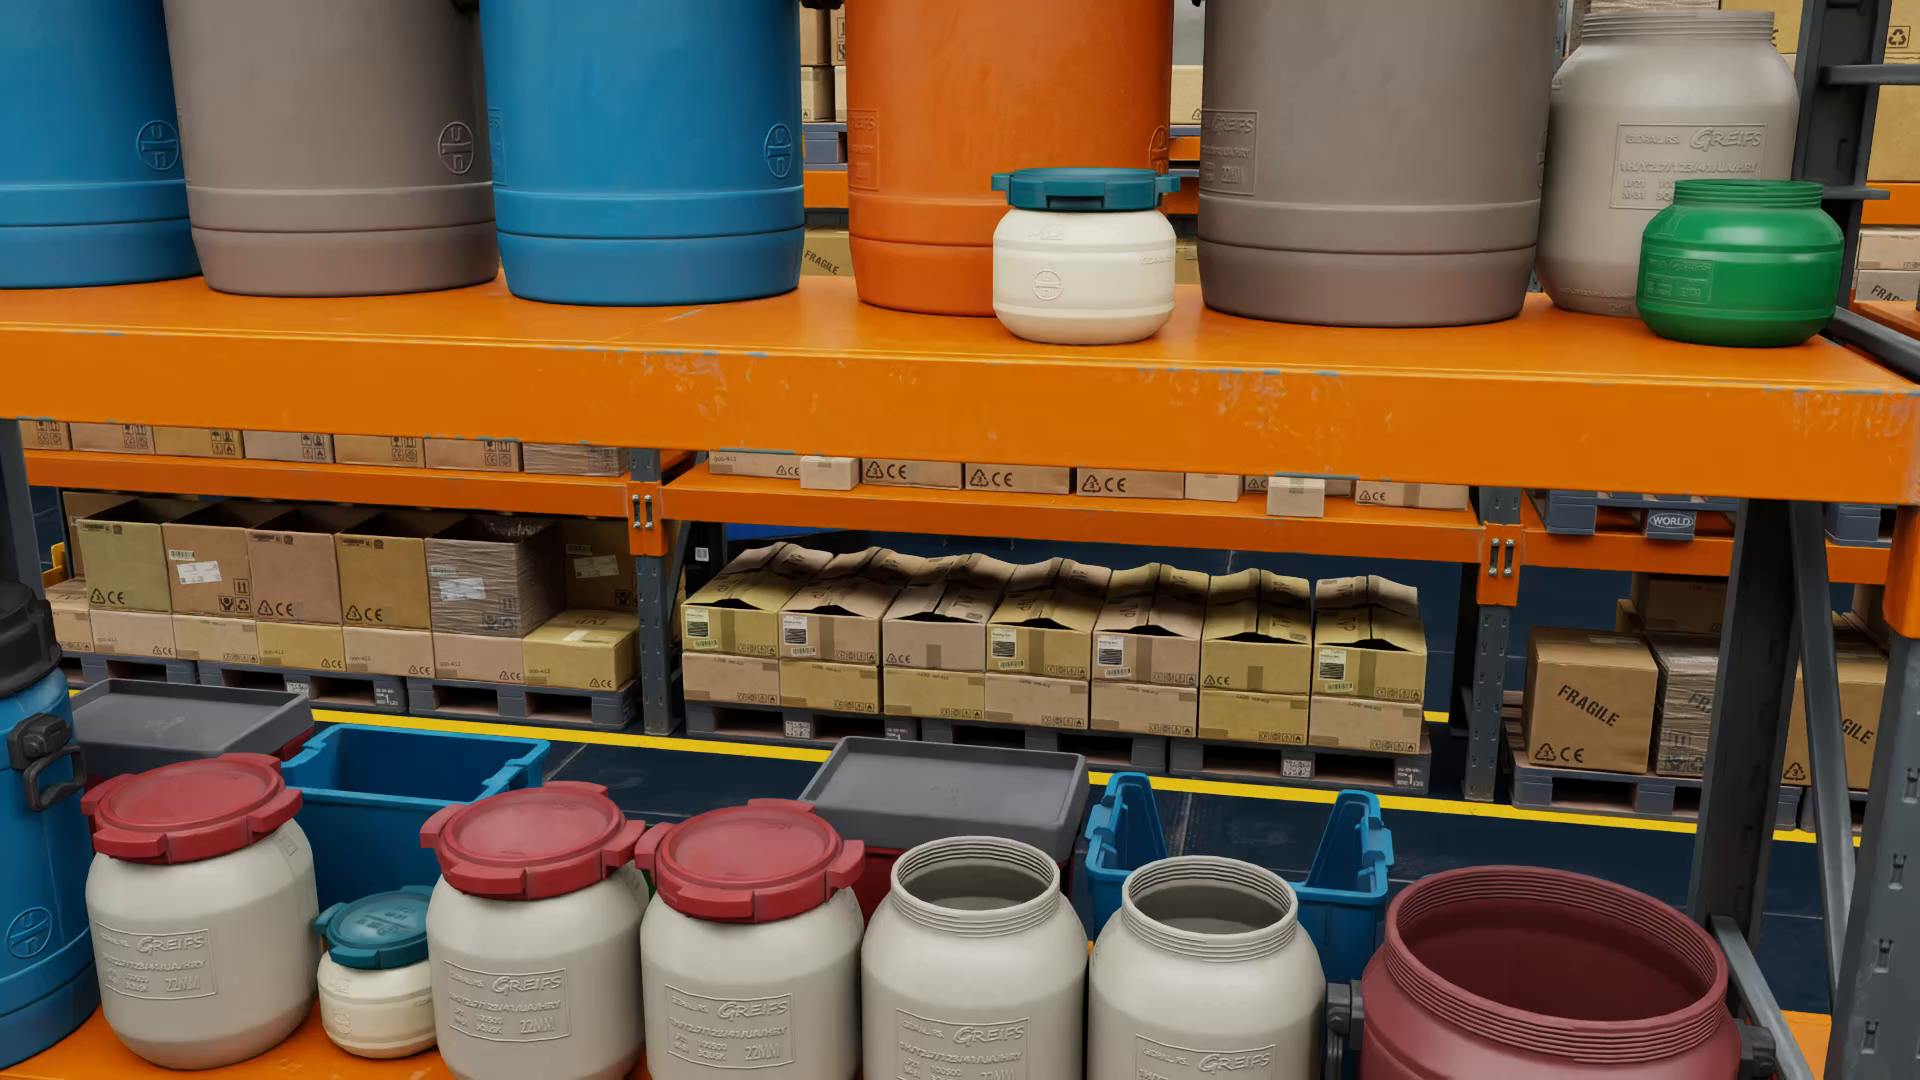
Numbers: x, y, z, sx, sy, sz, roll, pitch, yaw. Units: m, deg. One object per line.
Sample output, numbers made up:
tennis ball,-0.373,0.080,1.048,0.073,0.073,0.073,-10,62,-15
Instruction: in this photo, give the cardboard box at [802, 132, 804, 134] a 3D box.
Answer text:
cardboard box,-1.000,-3.344,12.600,0.500,0.500,0.500,4,16,13

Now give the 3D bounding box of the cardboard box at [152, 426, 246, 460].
cardboard box,-3.901,-0.760,8.930,0.500,0.500,0.700,3,16,11

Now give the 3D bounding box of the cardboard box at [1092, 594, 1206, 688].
cardboard box,0.915,0.466,8.003,0.500,0.311,0.500,3,16,11

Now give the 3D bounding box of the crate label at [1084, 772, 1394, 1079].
crate label,0.572,0.786,3.470,0.616,0.435,0.502,3,16,11

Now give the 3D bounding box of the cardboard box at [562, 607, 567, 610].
cardboard box,-2.320,0.409,9.261,0.500,0.250,0.500,3,16,11

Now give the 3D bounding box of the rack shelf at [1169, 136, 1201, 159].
rack shelf,1.506,-2.871,12.464,4.000,0.370,1.077,3,16,11

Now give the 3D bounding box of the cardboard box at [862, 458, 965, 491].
cardboard box,-0.172,-0.557,8.197,0.500,0.500,0.500,4,16,15

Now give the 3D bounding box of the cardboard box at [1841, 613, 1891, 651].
cardboard box,4.468,0.666,7.828,0.500,0.500,0.500,3,16,9

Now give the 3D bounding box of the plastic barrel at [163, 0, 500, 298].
plastic barrel,-1.246,-0.968,3.311,0.600,0.901,0.600,0,15,0

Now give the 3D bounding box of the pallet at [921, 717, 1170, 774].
pallet,0.492,0.855,8.509,1.213,0.211,1.003,3,16,11

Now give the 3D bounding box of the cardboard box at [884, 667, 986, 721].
cardboard box,-0.083,0.681,8.277,0.500,0.250,0.500,3,16,9

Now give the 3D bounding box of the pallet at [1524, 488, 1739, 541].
pallet,3.161,-0.259,7.668,1.003,0.211,1.213,3,16,11

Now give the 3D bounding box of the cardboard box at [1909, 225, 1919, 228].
cardboard box,6.987,-2.108,11.795,0.500,0.250,0.500,4,16,13

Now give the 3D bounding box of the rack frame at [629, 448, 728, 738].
rack frame,-1.437,-0.582,8.474,0.127,3.000,1.000,3,16,11

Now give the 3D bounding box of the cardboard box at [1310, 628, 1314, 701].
cardboard box,2.028,0.649,8.395,0.500,0.250,0.500,3,16,11

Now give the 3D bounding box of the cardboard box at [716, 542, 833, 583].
cardboard box,-0.983,0.217,8.903,0.500,0.311,0.500,3,16,11

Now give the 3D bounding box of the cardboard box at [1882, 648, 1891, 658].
cardboard box,4.389,0.803,7.332,0.500,0.500,0.500,3,16,9

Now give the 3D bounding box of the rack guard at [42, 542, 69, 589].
rack guard,-5.381,0.409,9.580,0.348,0.500,1.175,3,16,11

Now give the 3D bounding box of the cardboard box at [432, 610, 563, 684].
cardboard box,-2.423,0.544,8.773,0.500,0.250,0.500,3,16,11

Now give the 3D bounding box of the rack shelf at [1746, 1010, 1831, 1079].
rack shelf,3.452,1.379,2.741,4.000,0.370,1.077,3,16,11

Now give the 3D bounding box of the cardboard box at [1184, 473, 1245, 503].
cardboard box,1.222,-0.301,7.931,0.250,0.149,0.380,4,16,15

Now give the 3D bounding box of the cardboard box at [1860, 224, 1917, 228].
cardboard box,6.473,-2.134,11.889,0.500,0.250,0.500,3,16,12

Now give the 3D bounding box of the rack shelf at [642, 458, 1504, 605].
rack shelf,0.523,-0.129,8.186,4.000,0.370,1.077,3,16,11

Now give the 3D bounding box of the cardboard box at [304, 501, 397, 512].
cardboard box,-3.300,-0.006,9.356,0.500,0.500,0.500,3,16,11

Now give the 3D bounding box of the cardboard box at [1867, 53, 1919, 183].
cardboard box,3.926,-1.794,7.042,0.500,0.500,0.910,3,16,11

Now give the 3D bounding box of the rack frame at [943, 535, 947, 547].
rack frame,-0.077,-1.016,11.727,0.015,2.100,0.400,3,16,11

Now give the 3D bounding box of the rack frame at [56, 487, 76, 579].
rack frame,-5.357,-0.795,9.242,0.127,3.000,1.000,3,16,11

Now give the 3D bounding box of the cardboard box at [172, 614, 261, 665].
cardboard box,-3.895,0.467,9.051,0.500,0.250,0.500,3,16,11

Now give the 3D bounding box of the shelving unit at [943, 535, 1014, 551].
shelving unit,0.162,-1.003,11.680,0.503,2.100,0.431,3,16,11

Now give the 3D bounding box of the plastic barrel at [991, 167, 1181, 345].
plastic barrel,0.199,-0.459,2.670,0.301,0.262,0.301,0,15,0

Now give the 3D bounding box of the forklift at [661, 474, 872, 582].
forklift,-2.170,-1.191,10.800,3.031,2.935,1.130,-5,16,-19

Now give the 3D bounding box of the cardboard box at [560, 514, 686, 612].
cardboard box,-1.829,0.073,9.070,0.500,0.500,0.500,3,16,11

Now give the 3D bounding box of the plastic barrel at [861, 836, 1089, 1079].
plastic barrel,0.028,0.851,3.090,0.421,0.512,0.421,0,15,0

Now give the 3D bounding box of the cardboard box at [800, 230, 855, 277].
cardboard box,-0.979,-2.121,12.869,0.500,0.500,0.500,3,16,11

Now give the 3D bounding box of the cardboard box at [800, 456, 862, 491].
cardboard box,-0.610,-0.360,8.144,0.250,0.149,0.380,3,16,11

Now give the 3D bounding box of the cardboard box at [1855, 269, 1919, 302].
cardboard box,6.381,-1.637,11.500,0.500,0.500,0.500,3,16,12

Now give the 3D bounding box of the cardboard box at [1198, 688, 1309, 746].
cardboard box,1.412,0.763,7.983,0.500,0.250,0.500,3,16,10

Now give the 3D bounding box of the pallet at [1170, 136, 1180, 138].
pallet,1.147,-3.118,12.362,1.003,0.211,1.213,3,16,11

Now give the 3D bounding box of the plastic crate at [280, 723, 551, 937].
plastic crate,-1.285,0.699,3.881,0.575,0.384,0.392,3,16,11

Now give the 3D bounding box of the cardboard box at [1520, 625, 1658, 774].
cardboard box,2.872,0.722,7.623,0.500,0.500,0.500,4,16,13

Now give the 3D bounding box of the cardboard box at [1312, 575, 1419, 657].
cardboard box,2.028,0.379,8.320,0.500,0.311,0.500,4,16,13

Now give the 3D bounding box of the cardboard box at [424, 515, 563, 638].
cardboard box,-2.423,0.182,8.675,0.500,0.500,0.500,3,16,11

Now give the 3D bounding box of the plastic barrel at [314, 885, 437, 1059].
plastic barrel,-1.162,0.891,3.416,0.301,0.262,0.301,0,15,0

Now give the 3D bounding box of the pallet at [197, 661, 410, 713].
pallet,-3.407,0.644,9.271,1.213,0.211,1.003,3,16,11

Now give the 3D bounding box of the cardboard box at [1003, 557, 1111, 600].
cardboard box,0.508,0.298,8.611,0.500,0.311,0.500,3,16,10

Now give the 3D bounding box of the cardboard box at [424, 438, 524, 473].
cardboard box,-2.392,-0.678,8.635,0.500,0.500,0.700,3,16,11

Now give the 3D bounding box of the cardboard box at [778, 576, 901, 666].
cardboard box,-0.593,0.386,8.294,0.500,0.311,0.500,3,16,10

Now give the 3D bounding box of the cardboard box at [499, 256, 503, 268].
cardboard box,-2.369,-1.304,8.463,0.500,0.500,0.700,3,16,11

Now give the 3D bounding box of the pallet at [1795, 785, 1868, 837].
pallet,4.398,1.090,7.663,1.213,0.211,1.003,3,16,11

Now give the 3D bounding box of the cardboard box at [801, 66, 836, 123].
cardboard box,-0.835,-2.122,7.910,0.500,0.250,0.500,5,16,17

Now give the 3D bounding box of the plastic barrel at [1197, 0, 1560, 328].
plastic barrel,0.730,-0.861,2.924,0.600,0.901,0.600,0,15,0

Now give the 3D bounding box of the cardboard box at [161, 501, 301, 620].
cardboard box,-3.893,0.103,8.962,0.500,0.500,0.500,3,16,11

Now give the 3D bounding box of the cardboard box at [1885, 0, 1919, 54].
cardboard box,3.908,-2.266,6.873,0.500,0.500,0.500,3,16,11
